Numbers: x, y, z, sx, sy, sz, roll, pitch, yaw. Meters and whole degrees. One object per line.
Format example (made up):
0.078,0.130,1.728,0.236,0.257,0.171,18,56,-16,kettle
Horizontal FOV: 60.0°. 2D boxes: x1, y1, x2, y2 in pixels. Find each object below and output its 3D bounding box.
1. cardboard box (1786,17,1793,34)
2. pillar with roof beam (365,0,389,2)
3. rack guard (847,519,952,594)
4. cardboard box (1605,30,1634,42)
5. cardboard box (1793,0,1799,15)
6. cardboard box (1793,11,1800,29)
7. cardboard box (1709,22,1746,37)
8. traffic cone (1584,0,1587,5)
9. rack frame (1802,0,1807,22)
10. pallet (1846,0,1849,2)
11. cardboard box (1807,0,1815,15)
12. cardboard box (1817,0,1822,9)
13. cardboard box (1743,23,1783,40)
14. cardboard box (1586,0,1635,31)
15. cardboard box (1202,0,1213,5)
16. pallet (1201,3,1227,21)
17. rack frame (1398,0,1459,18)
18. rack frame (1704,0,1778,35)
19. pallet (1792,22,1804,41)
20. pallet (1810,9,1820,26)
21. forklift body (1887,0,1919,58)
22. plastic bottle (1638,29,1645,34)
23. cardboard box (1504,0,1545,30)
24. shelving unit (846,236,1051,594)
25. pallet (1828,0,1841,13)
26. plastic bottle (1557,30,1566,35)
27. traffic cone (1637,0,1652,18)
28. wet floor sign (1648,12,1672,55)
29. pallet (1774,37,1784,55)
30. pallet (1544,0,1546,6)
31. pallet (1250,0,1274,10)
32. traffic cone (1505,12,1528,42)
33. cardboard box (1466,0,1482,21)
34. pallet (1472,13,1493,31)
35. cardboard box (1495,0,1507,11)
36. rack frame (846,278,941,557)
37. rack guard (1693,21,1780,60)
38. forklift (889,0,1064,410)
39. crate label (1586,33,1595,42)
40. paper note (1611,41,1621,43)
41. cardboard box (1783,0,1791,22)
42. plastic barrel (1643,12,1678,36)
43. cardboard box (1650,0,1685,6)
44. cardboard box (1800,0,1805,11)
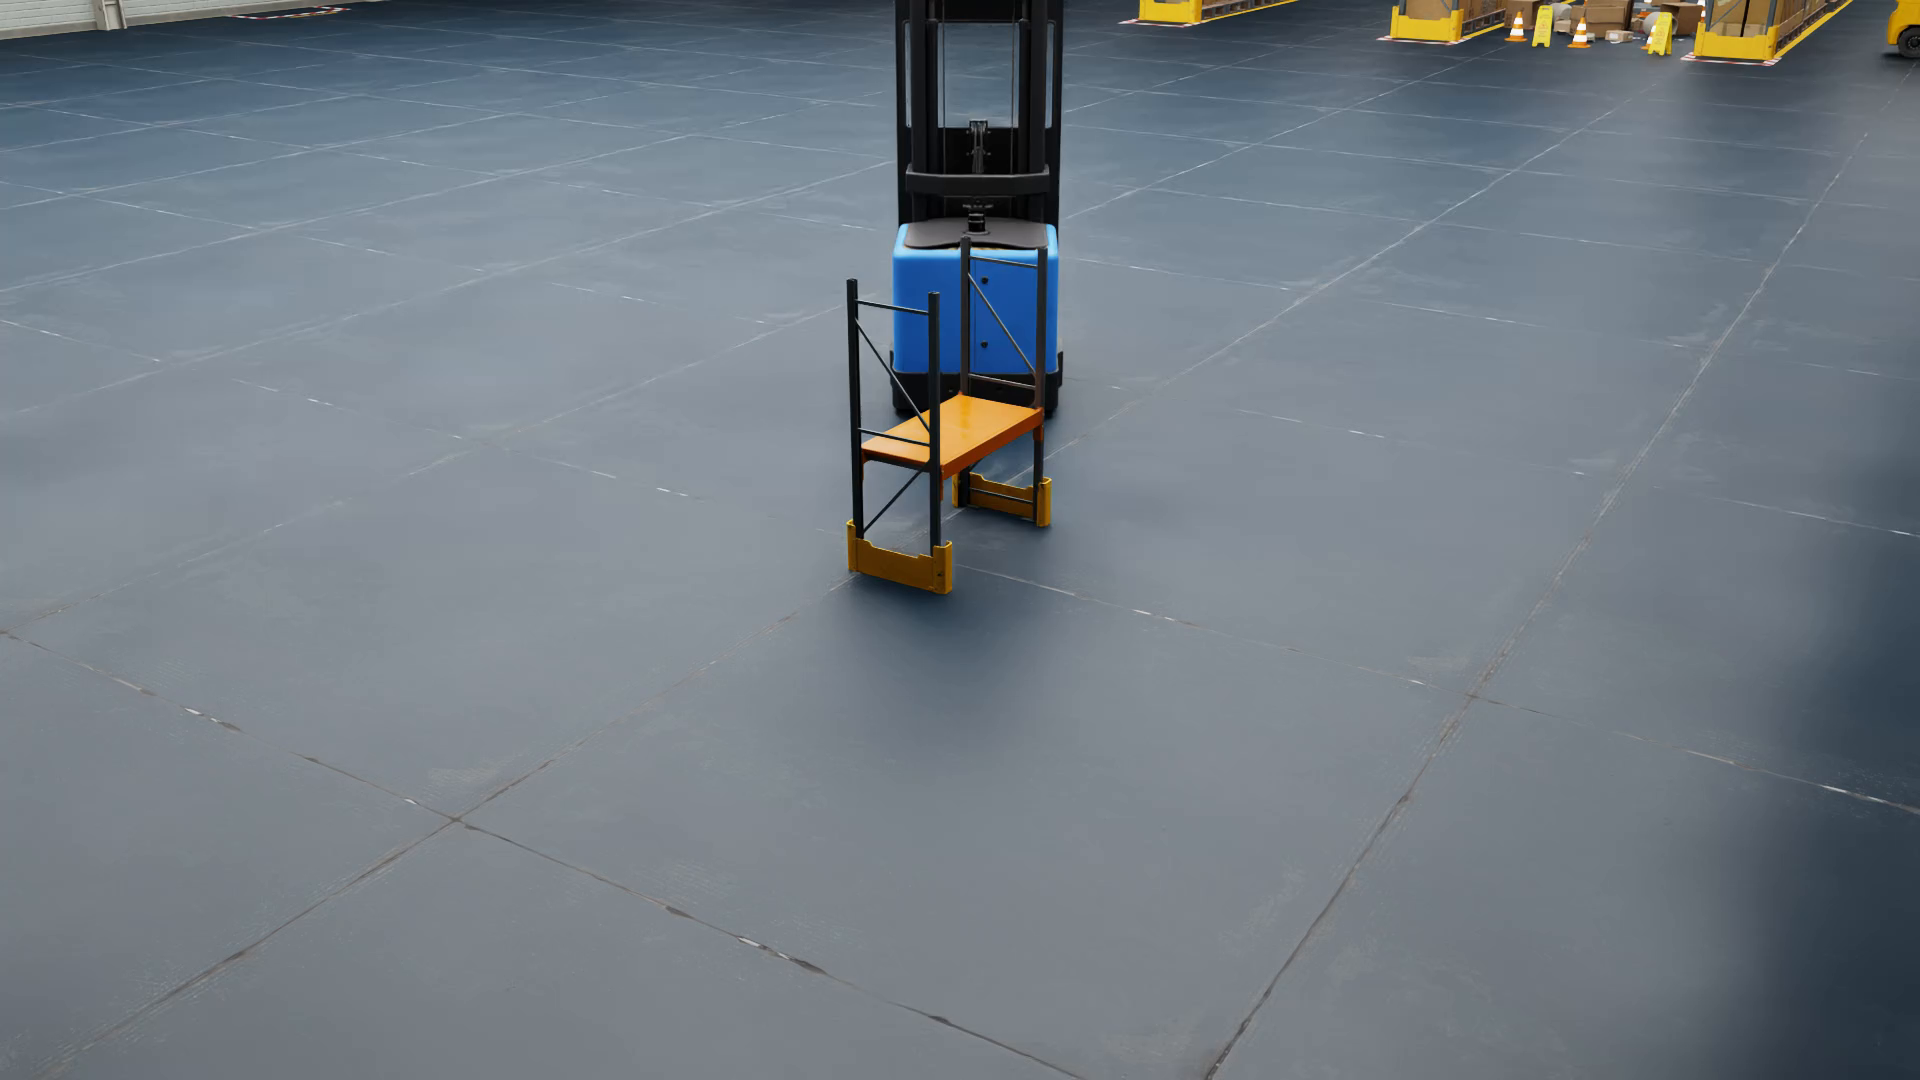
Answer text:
13.561,-8.600,27.774,0.500,0.250,0.500,16,28,32,cardboard box
-8.569,-14.532,30.991,9.100,9.000,0.400,14,27,29,pillar with roof beam
-0.303,0.079,8.253,0.587,0.250,0.087,14,27,29,rack guard
11.323,-8.655,28.555,0.250,0.149,0.380,-12,26,-26,cardboard box
13.839,-9.122,28.035,0.500,0.500,0.500,15,28,32,cardboard box
14.102,-8.941,28.560,0.500,0.250,0.500,13,27,28,cardboard box
12.558,-8.366,27.232,0.500,0.250,0.500,14,27,29,cardboard box
12.189,-10.423,32.244,0.336,0.463,0.334,14,27,29,traffic cone
14.458,-10.448,29.108,1.000,3.000,0.127,14,27,29,rack frame
18.335,-11.592,35.261,1.003,0.211,1.213,14,27,29,pallet
15.109,-9.856,30.519,0.950,0.372,0.625,16,28,32,cardboard box
15.879,-10.345,31.651,0.950,0.372,0.625,13,27,28,cardboard box
13.008,-8.243,26.948,0.500,0.250,0.500,14,27,29,cardboard box
11.610,-9.455,29.787,0.797,0.637,0.503,14,27,29,cardboard box
4.558,-10.636,32.162,0.500,0.500,0.500,-20,31,-39,cardboard box
4.427,-10.187,32.017,1.003,0.211,1.213,14,27,29,pallet
8.089,-10.101,28.307,1.000,3.000,0.127,14,27,29,rack frame
12.348,-9.098,25.990,1.000,3.000,0.127,14,27,29,rack frame
14.133,-8.934,29.122,1.003,0.211,1.213,14,27,29,pallet
15.510,-9.845,31.225,1.003,0.211,1.213,14,27,29,pallet
16.017,-8.692,26.120,2.313,2.155,1.214,14,27,29,forklift body
12.184,-9.057,29.594,0.133,0.061,0.283,20,30,38,plastic bottle
10.252,-9.566,30.215,0.500,0.500,0.500,20,30,38,cardboard box
-0.040,-0.663,8.393,0.587,1.500,1.083,14,27,29,shelving unit
17.048,-10.768,33.359,1.003,0.211,1.213,14,27,29,pallet
10.638,-8.981,29.420,0.133,0.061,0.283,5,24,11,plastic bottle
13.226,-10.303,31.967,0.336,0.463,0.334,14,27,29,traffic cone
11.338,-8.177,26.827,0.232,0.644,0.267,-17,29,-35,wet floor sign
12.846,-8.111,27.219,1.003,0.211,1.213,14,27,29,pallet
11.185,-10.861,33.573,1.003,0.211,1.213,14,27,29,pallet
5.714,-11.011,33.919,1.003,0.211,1.213,14,27,29,pallet
9.576,-8.818,28.538,0.336,0.463,0.334,14,27,29,traffic cone
8.853,-9.859,29.894,0.875,0.875,0.875,13,27,28,cardboard box
9.089,-9.518,30.470,1.003,0.211,1.213,14,27,29,pallet
9.808,-10.471,31.308,0.875,0.875,0.875,14,27,30,cardboard box
-0.313,-0.488,7.989,0.500,1.500,0.032,14,27,29,rack frame
12.388,-7.976,26.546,1.175,0.500,0.348,14,27,29,rack guard
0.131,-2.697,11.291,1.130,2.935,3.031,1,23,1,forklift
10.718,-8.596,28.433,0.250,0.136,0.298,1,23,2,crate label
11.155,-8.471,28.280,0.148,0.019,0.142,5,24,11,paper note
13.292,-8.773,27.227,0.500,0.500,0.500,13,26,27,cardboard box
12.151,-8.930,28.845,0.421,0.421,0.512,-7,24,-17,plastic barrel
12.930,-10.011,30.293,0.500,0.500,0.500,14,27,29,cardboard box
14.374,-9.467,28.831,0.500,0.500,0.500,13,27,28,cardboard box
